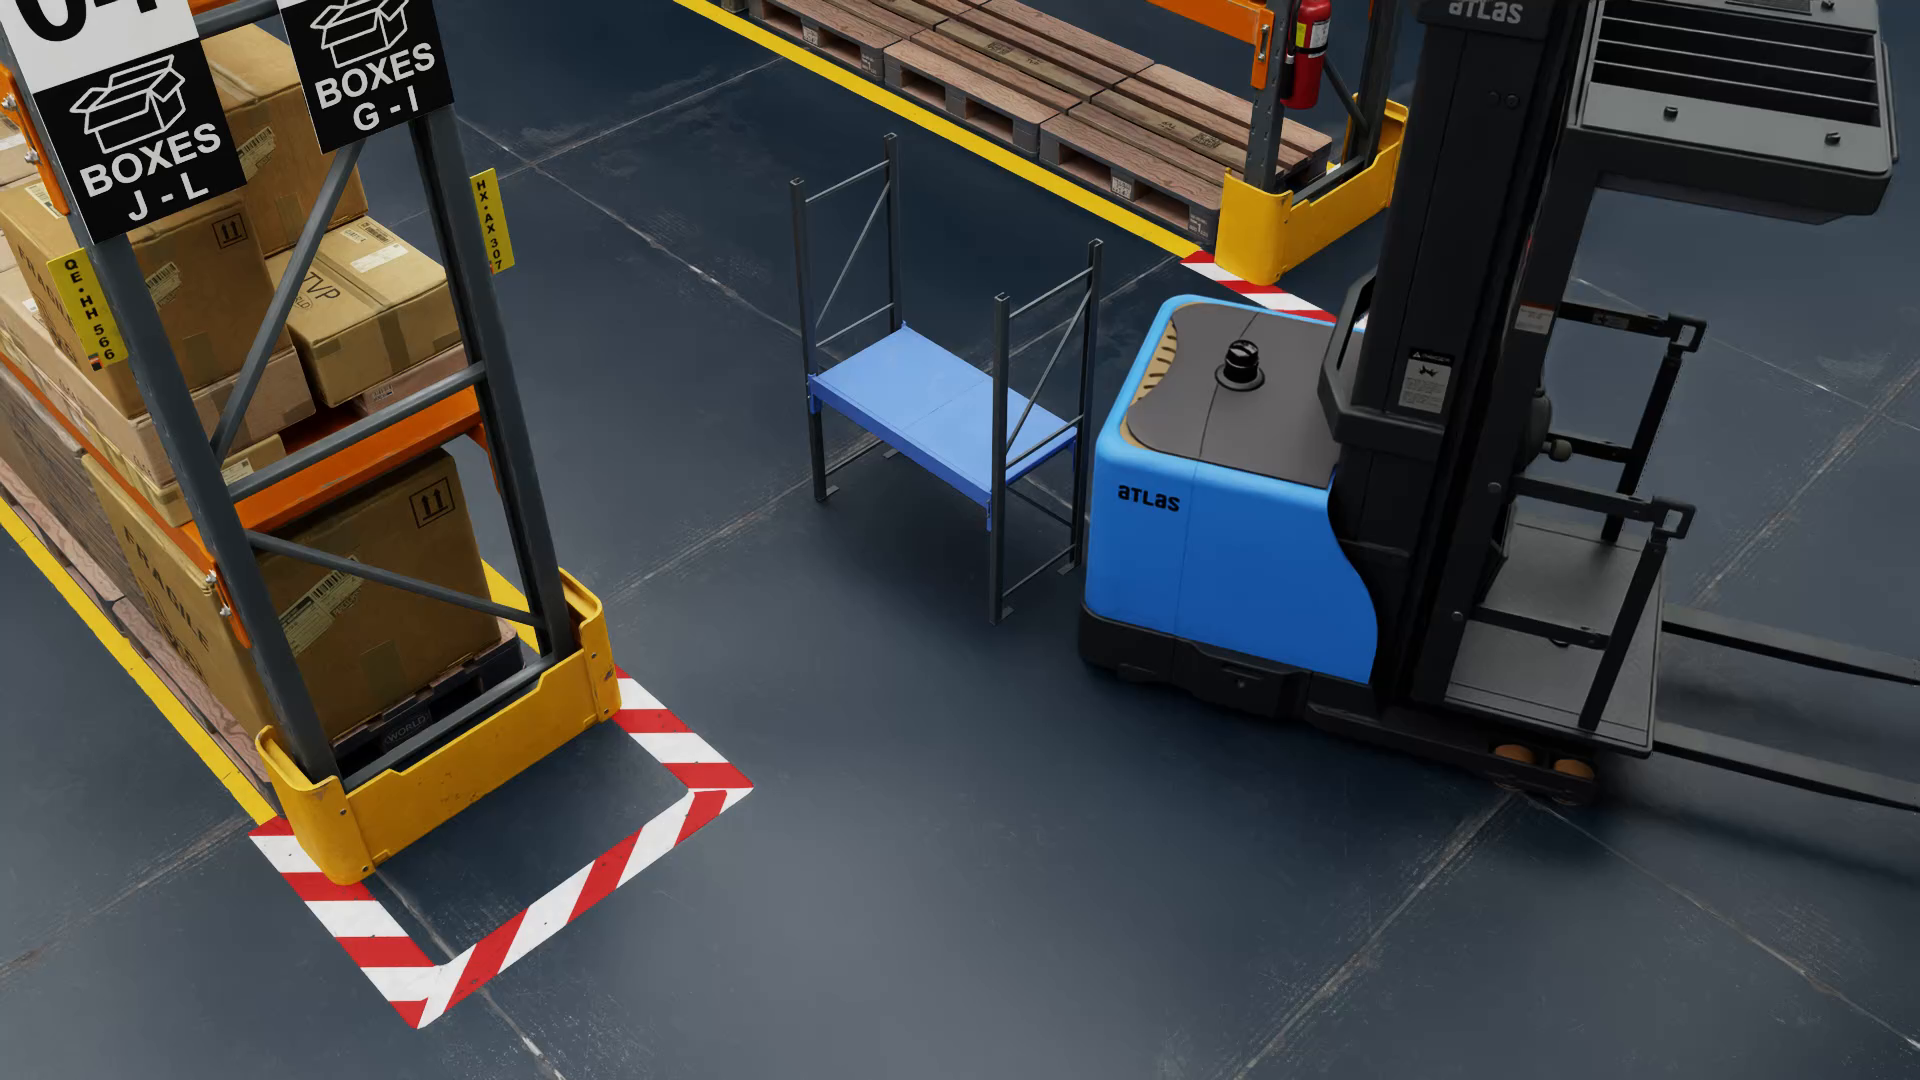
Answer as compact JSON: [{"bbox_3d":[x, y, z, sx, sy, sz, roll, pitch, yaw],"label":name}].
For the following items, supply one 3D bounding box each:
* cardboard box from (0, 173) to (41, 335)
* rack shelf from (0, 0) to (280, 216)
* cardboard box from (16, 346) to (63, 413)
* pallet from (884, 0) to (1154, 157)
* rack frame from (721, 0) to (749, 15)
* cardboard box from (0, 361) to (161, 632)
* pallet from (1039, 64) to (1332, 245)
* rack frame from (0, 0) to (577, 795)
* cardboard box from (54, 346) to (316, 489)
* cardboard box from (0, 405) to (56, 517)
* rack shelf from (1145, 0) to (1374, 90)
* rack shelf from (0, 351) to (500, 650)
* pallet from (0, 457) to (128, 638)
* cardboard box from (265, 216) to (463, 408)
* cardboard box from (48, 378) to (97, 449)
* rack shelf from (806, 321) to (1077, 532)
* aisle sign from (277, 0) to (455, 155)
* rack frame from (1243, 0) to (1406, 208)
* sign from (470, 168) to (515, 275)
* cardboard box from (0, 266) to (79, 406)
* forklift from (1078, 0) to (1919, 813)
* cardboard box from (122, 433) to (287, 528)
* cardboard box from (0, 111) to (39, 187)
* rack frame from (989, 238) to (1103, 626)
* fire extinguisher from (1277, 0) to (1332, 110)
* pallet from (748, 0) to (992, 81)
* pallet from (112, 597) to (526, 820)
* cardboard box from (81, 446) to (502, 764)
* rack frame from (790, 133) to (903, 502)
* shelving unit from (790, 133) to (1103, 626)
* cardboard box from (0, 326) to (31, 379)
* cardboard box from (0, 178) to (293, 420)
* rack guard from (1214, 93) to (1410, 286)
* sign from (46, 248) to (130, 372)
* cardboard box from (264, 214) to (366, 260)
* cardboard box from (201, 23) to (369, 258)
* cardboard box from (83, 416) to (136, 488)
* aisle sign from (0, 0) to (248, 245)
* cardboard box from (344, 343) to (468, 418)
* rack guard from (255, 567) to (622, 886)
[{"bbox_3d":[-3.013,-0.959,5.469,0.500,0.250,0.500,32,52,30],"label":"cardboard box"},{"bbox_3d":[-3.177,-2.109,5.142,1.077,0.370,4.000,-34,53,-31],"label":"rack shelf"},{"bbox_3d":[-2.787,-0.598,5.372,0.380,0.149,0.250,-33,52,-31],"label":"cardboard box"},{"bbox_3d":[0.329,-2.662,9.475,1.003,0.211,1.213,-34,53,-31],"label":"pallet"},{"bbox_3d":[-1.083,-4.607,9.525,1.000,3.000,0.127,-34,53,-31],"label":"rack frame"},{"bbox_3d":[-2.916,-0.391,6.219,0.875,0.875,0.875,-34,53,-31],"label":"cardboard box"},{"bbox_3d":[1.187,-2.075,8.841,1.003,0.211,1.213,-34,53,-31],"label":"pallet"},{"bbox_3d":[-1.765,-0.311,4.876,1.000,3.000,0.127,-34,53,-31],"label":"rack frame"},{"bbox_3d":[-2.295,-0.471,4.941,0.500,0.250,0.500,33,52,31],"label":"cardboard box"},{"bbox_3d":[-3.545,-0.819,6.682,0.875,0.875,0.875,-34,53,-31],"label":"cardboard box"},{"bbox_3d":[0.329,-3.382,8.729,1.077,0.370,4.000,-34,53,-31],"label":"rack shelf"},{"bbox_3d":[-3.177,-1.008,6.160,1.077,0.370,4.000,-34,53,-31],"label":"rack shelf"},{"bbox_3d":[-3.242,-0.220,6.832,1.003,0.211,1.213,-34,53,-31],"label":"pallet"},{"bbox_3d":[-1.913,-0.725,5.216,0.500,0.250,0.500,33,52,30],"label":"cardboard box"},{"bbox_3d":[-2.612,-0.478,5.242,0.380,0.149,0.250,-34,52,-31],"label":"cardboard box"},{"bbox_3d":[-0.060,-0.460,6.407,0.538,0.185,1.000,-34,53,-31],"label":"rack shelf"},{"bbox_3d":[-1.502,-1.375,4.112,0.394,0.787,0.004,-34,53,-31],"label":"aisle sign"},{"bbox_3d":[1.742,-2.685,7.445,1.000,3.000,0.127,-34,53,-31],"label":"rack frame"},{"bbox_3d":[-1.368,-0.921,4.840,0.100,0.325,0.005,-34,53,-31],"label":"sign"},{"bbox_3d":[-2.653,-0.715,5.205,0.500,0.250,0.500,33,52,31],"label":"cardboard box"},{"bbox_3d":[2.012,-0.568,5.205,3.031,2.935,1.130,14,45,15],"label":"forklift"},{"bbox_3d":[-2.250,-0.232,4.976,0.380,0.149,0.250,-33,52,-31],"label":"cardboard box"},{"bbox_3d":[-3.383,-1.208,5.738,0.500,0.250,0.500,-34,52,-31],"label":"cardboard box"},{"bbox_3d":[0.299,-0.348,6.021,0.500,1.500,0.032,-34,53,-31],"label":"rack frame"},{"bbox_3d":[1.526,-2.229,7.284,0.296,0.674,0.183,-34,53,-31],"label":"fire extinguisher"},{"bbox_3d":[-0.536,-3.248,10.109,1.003,0.211,1.213,-34,53,-31],"label":"pallet"},{"bbox_3d":[-2.385,0.367,6.198,1.003,0.211,1.213,-34,53,-31],"label":"pallet"},{"bbox_3d":[-2.274,0.046,5.746,0.875,0.875,0.875,-34,53,-31],"label":"cardboard box"},{"bbox_3d":[-0.419,-0.836,6.550,0.500,1.500,0.032,-34,53,-31],"label":"rack frame"},{"bbox_3d":[-0.060,-0.592,6.285,0.538,1.500,1.048,-34,53,-31],"label":"shelving unit"},{"bbox_3d":[-2.972,-0.722,5.506,0.250,0.149,0.380,33,52,31],"label":"cardboard box"},{"bbox_3d":[-2.295,-0.749,4.689,0.500,0.500,0.500,-33,52,-31],"label":"cardboard box"},{"bbox_3d":[1.768,-1.761,8.288,1.175,0.500,0.348,-34,53,-31],"label":"rack guard"},{"bbox_3d":[-2.159,-0.570,4.129,0.100,0.325,0.005,-34,53,-31],"label":"sign"},{"bbox_3d":[-2.285,-0.972,5.483,0.500,0.250,0.500,34,52,31],"label":"cardboard box"},{"bbox_3d":[-2.266,-1.241,5.221,0.500,0.500,0.500,33,52,30],"label":"cardboard box"},{"bbox_3d":[-2.434,-0.356,5.110,0.380,0.149,0.250,-34,52,-31],"label":"cardboard box"},{"bbox_3d":[-1.927,-1.087,3.801,0.394,0.787,0.004,-34,53,-31],"label":"aisle sign"},{"bbox_3d":[-1.782,-0.547,5.317,0.380,0.149,0.250,-33,52,-31],"label":"cardboard box"},{"bbox_3d":[-1.748,0.619,5.712,1.175,0.500,0.348,-34,53,-31],"label":"rack guard"}]
